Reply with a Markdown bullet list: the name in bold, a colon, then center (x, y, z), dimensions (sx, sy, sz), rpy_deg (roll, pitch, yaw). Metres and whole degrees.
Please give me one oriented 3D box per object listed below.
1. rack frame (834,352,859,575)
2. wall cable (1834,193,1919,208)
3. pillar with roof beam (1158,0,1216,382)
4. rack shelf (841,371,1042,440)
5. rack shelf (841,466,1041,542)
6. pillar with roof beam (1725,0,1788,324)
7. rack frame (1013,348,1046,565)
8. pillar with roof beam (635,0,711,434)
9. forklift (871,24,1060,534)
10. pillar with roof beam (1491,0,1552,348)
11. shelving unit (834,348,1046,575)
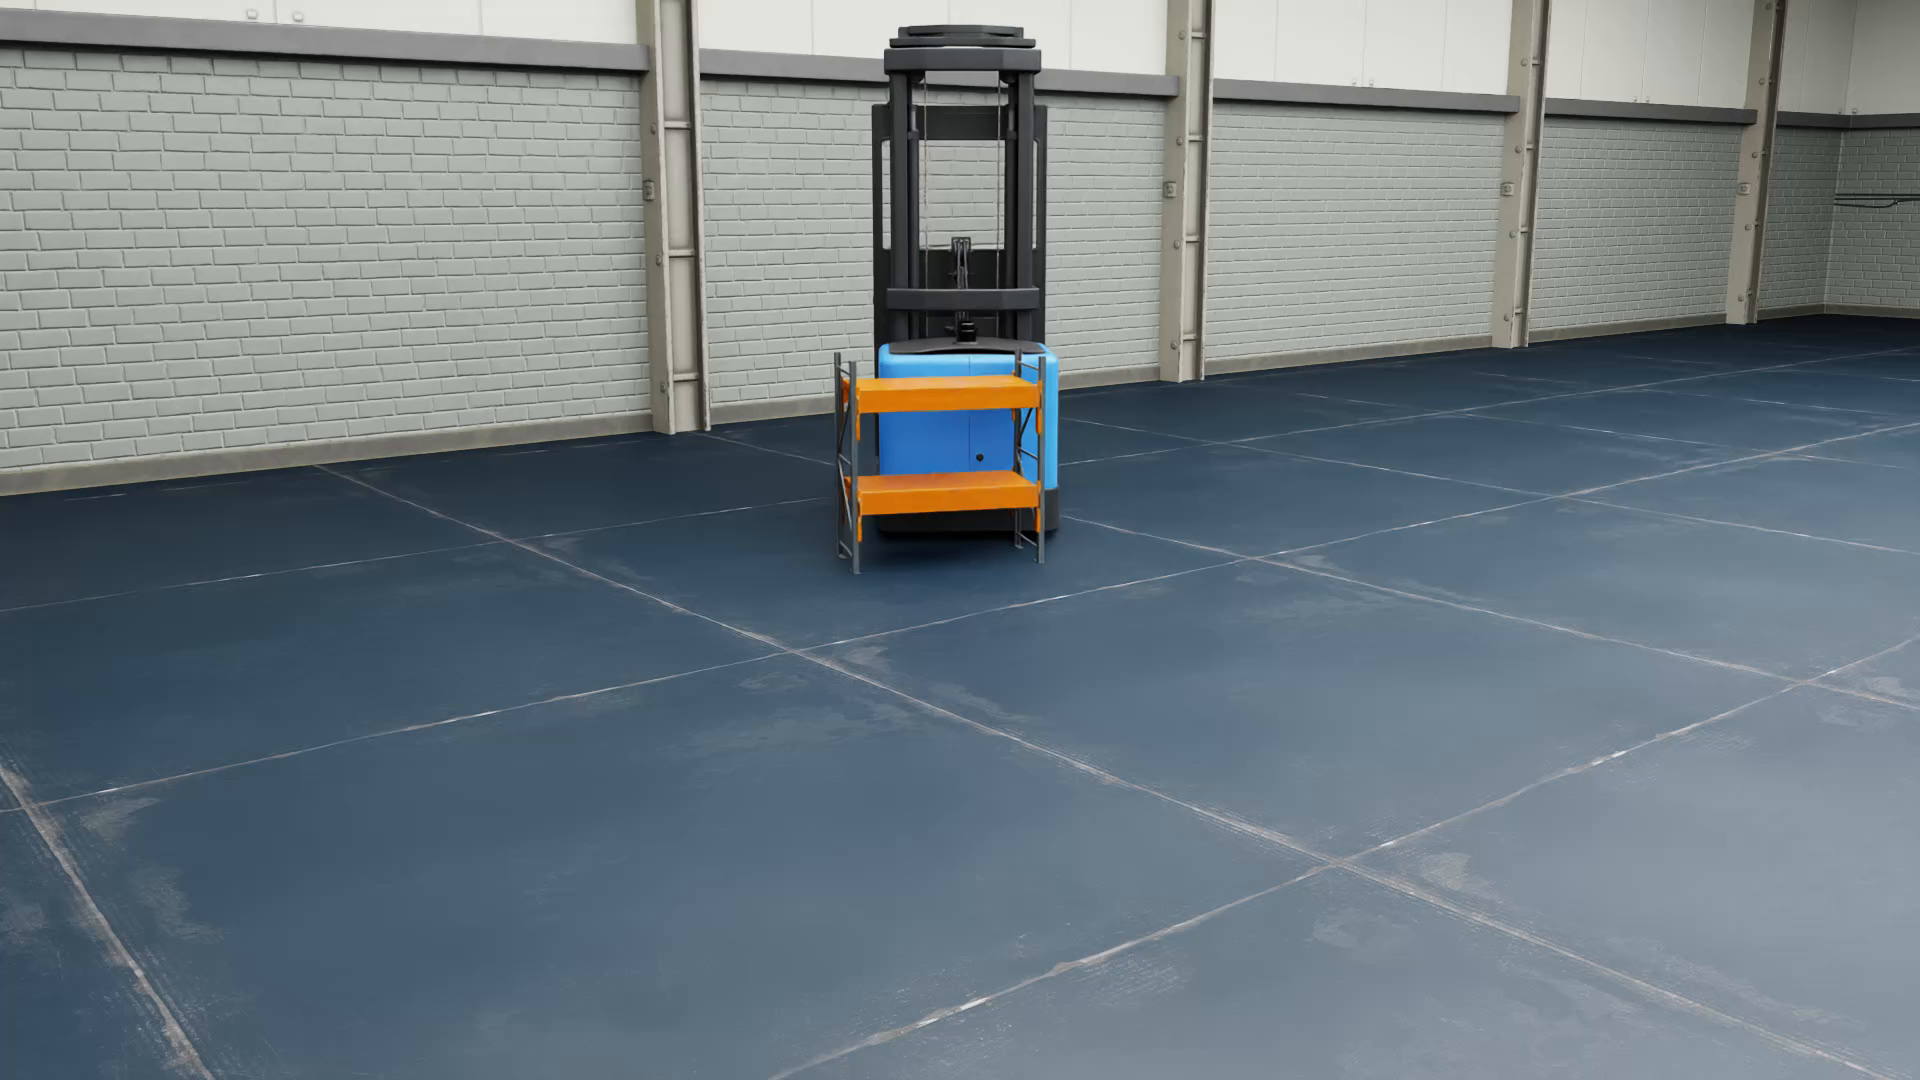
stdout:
- **rack frame**: center (-0.607, -0.417, 8.883), dimensions (0.032, 1.125, 0.500), rpy_deg (-3, 12, -14)
- **wall cable**: center (14.842, -6.308, 25.148), dimensions (0.112, 2.526, 3.097), rpy_deg (-9, 15, -38)
- **pillar with roof beam**: center (5.034, -5.404, 13.414), dimensions (0.400, 9.000, 9.100), rpy_deg (-9, 15, -38)
- **rack shelf**: center (-0.114, -0.729, 8.944), dimensions (1.000, 0.278, 0.538), rpy_deg (-3, 12, -14)
- **rack shelf**: center (-0.114, -0.203, 9.055), dimensions (1.000, 0.278, 0.538), rpy_deg (-3, 12, -14)
- **pillar with roof beam**: center (14.405, -6.961, 20.747), dimensions (0.400, 9.000, 9.100), rpy_deg (-9, 15, -38)
- **rack frame**: center (0.379, -0.468, 9.126), dimensions (0.032, 1.125, 0.500), rpy_deg (-3, 12, -14)
- **pillar with roof beam**: center (0.349, -4.626, 9.747), dimensions (0.400, 9.000, 9.100), rpy_deg (-9, 15, -38)
- **forklift**: center (-0.016, -1.726, 10.700), dimensions (1.130, 2.935, 3.031), rpy_deg (-1, 12, -3)
- **pillar with roof beam**: center (9.719, -6.183, 17.080), dimensions (0.400, 9.000, 9.100), rpy_deg (-9, 15, -38)
- **shelving unit**: center (-0.114, -0.442, 9.004), dimensions (1.048, 1.125, 0.538), rpy_deg (-3, 12, -14)
